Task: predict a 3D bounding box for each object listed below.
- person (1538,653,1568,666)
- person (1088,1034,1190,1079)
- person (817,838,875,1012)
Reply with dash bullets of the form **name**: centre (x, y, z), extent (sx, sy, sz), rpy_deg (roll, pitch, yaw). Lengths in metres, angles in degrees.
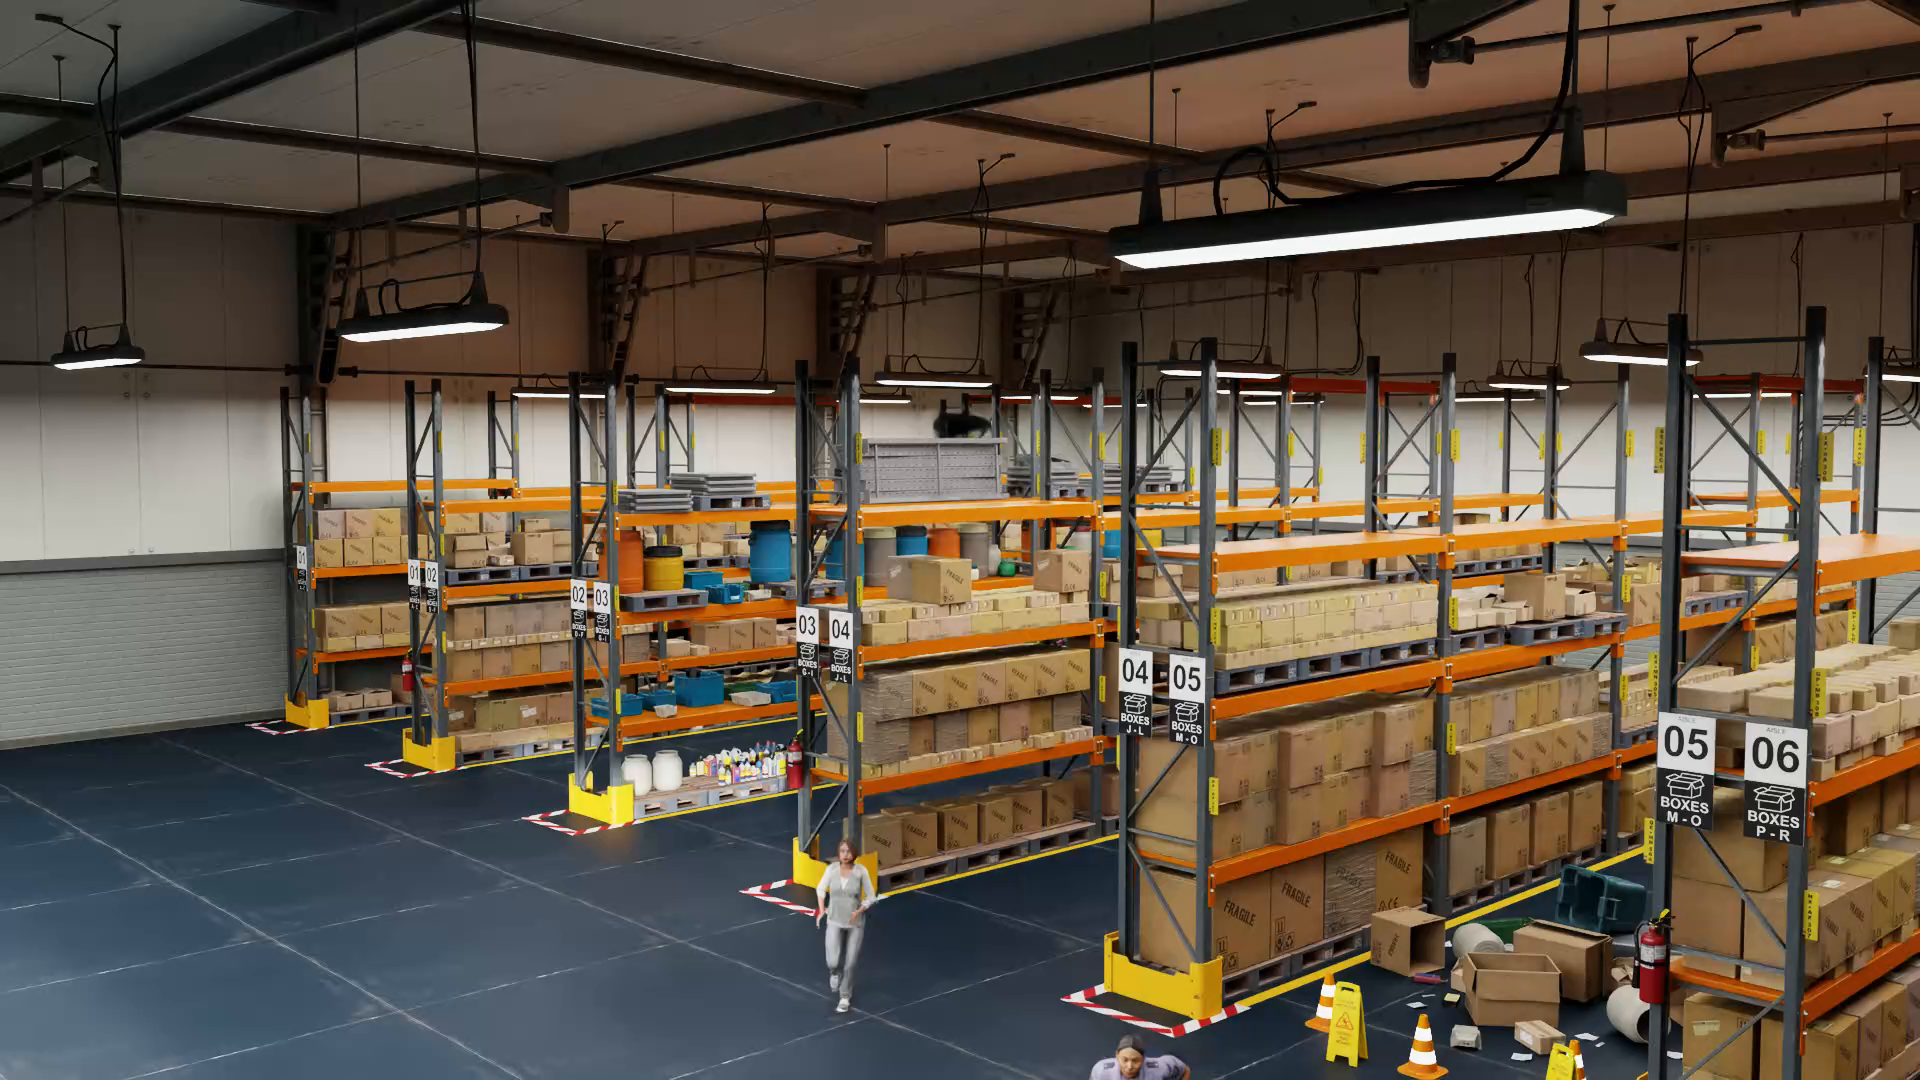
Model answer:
- **person**: centre (10.837, 2.377, 30.546), extent (0.616, 1.656, 0.634), rpy_deg (-3, 5, -37)
- **person**: centre (1.108, 3.747, 10.378), extent (0.648, 1.613, 0.962), rpy_deg (1, 4, 9)
- **person**: centre (-1.029, 3.453, 14.871), extent (0.544, 1.535, 0.547), rpy_deg (0, 4, 3)
